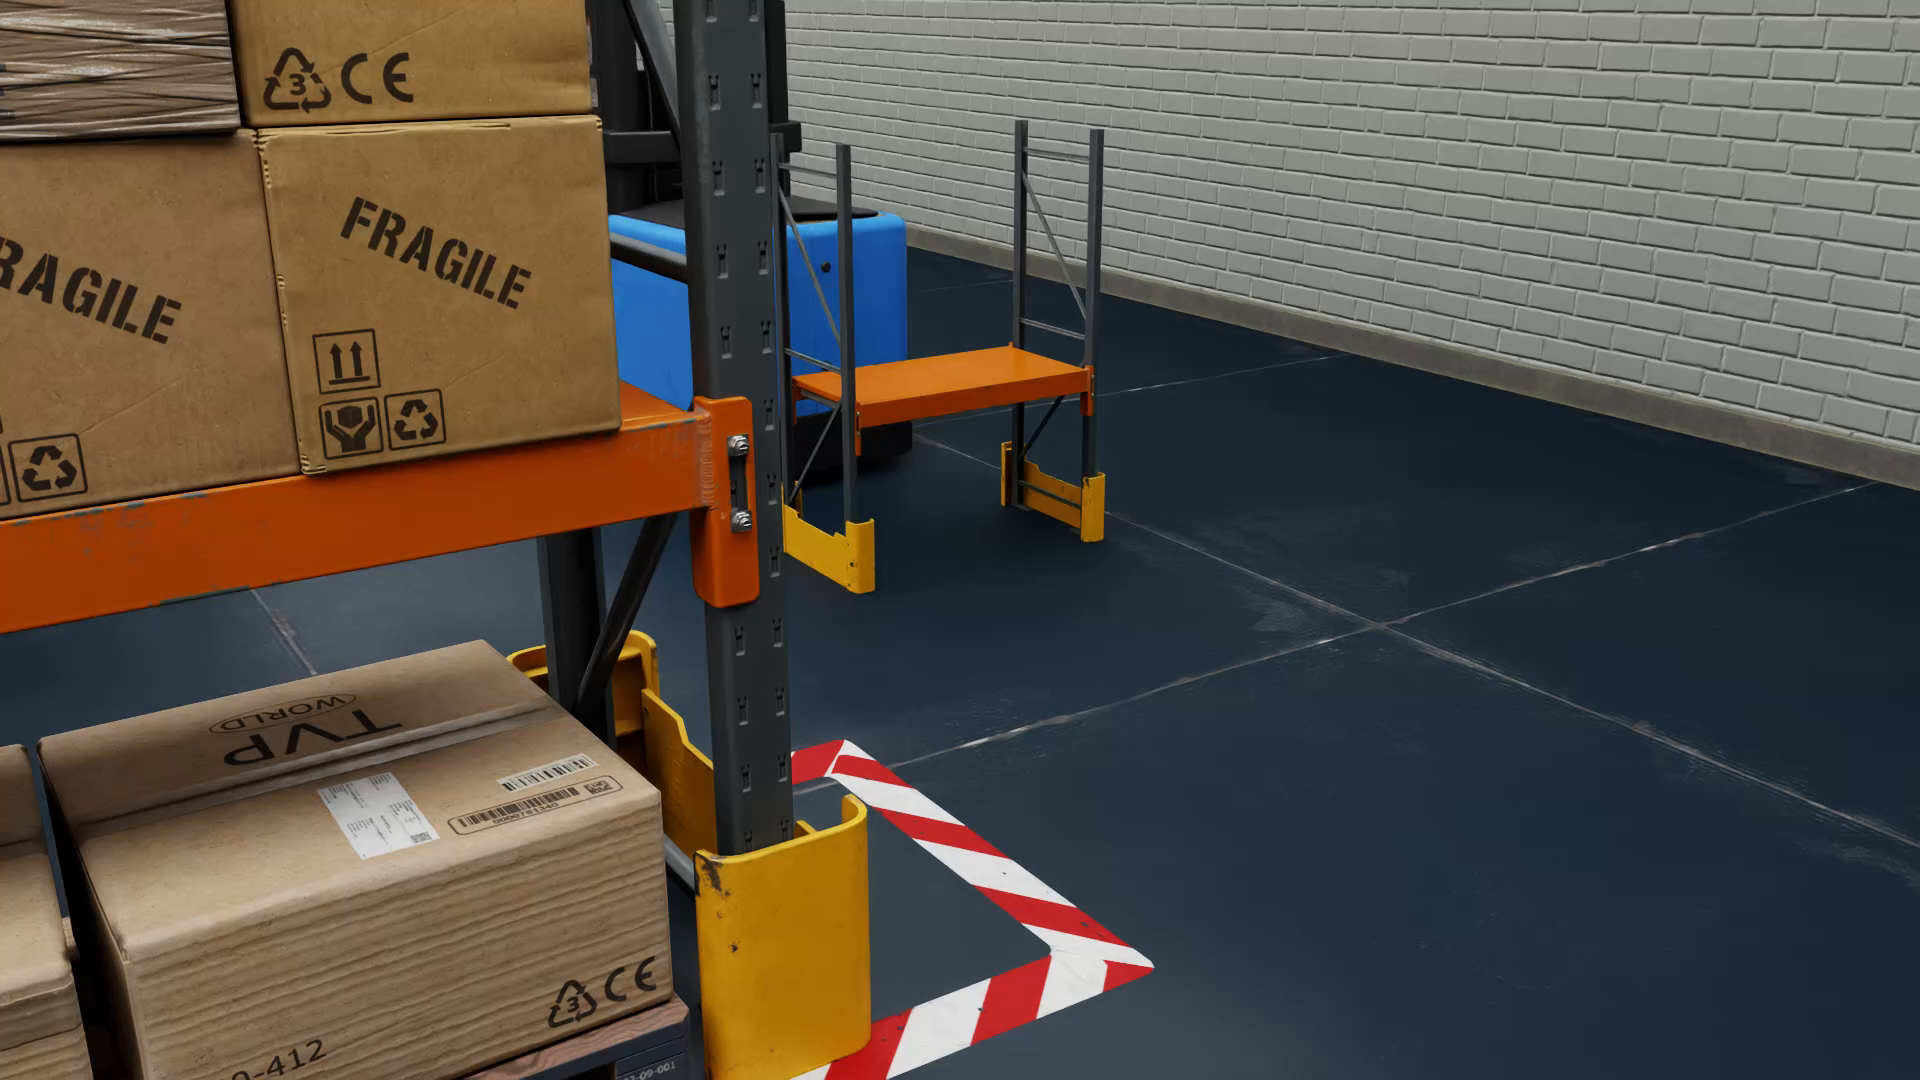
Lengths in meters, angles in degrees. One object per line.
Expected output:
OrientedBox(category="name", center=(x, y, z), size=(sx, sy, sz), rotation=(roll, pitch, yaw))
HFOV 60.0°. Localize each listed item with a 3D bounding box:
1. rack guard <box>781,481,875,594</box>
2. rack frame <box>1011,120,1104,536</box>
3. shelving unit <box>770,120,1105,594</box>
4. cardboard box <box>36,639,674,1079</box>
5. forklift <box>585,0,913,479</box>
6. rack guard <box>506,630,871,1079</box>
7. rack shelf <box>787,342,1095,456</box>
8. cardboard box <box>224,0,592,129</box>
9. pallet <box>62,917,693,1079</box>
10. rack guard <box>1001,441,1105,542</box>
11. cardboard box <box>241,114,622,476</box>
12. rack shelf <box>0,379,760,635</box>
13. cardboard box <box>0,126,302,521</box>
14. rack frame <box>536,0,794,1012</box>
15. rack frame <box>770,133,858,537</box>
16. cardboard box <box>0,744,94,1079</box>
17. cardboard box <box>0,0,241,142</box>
OrientedBox(category="rack guard", center=(-0.480, -0.017, 5.906), size=(0.087, 0.250, 0.587), rotation=(-12, 22, -31))
OrientedBox(category="rack frame", center=(0.353, -0.785, 6.225), size=(0.032, 1.500, 0.500), rotation=(-12, 22, -31))
OrientedBox(category="shelving unit", center=(-0.064, -0.697, 5.965), size=(1.083, 1.500, 0.587), rotation=(-12, 22, -31))
OrientedBox(category="cardboard box", center=(-1.133, 0.611, 3.099), size=(0.875, 0.438, 0.875), rotation=(-13, 23, -33))
OrientedBox(category="forklift", center=(-1.508, -1.989, 7.551), size=(1.130, 2.935, 3.031), rotation=(-14, 23, -36))
OrientedBox(category="rack guard", center=(-0.616, 0.633, 3.592), size=(0.348, 0.500, 1.175), rotation=(-12, 22, -31))
OrientedBox(category="rack shelf", center=(-0.071, -0.525, 6.018), size=(1.000, 0.185, 0.538), rotation=(-12, 22, -31))
OrientedBox(category="cardboard box", center=(-0.908, -0.919, 2.563), size=(0.500, 0.500, 0.500), rotation=(-11, 22, -30))
OrientedBox(category="pallet", center=(-1.261, 0.936, 3.147), size=(1.213, 0.211, 1.003), rotation=(-12, 22, -31))
OrientedBox(category="rack guard", center=(0.352, -0.193, 6.425), size=(0.087, 0.250, 0.587), rotation=(-12, 22, -31))
OrientedBox(category="cardboard box", center=(-0.894, -0.438, 2.702), size=(0.500, 0.500, 0.500), rotation=(-12, 22, -31))
OrientedBox(category="rack shelf", center=(-2.307, 0.146, 2.252), size=(4.000, 0.370, 1.077), rotation=(-12, 22, -31))
OrientedBox(category="cardboard box", center=(-1.321, -0.354, 2.453), size=(0.500, 0.500, 0.500), rotation=(-12, 22, -33))
OrientedBox(category="rack frame", center=(-0.636, -0.547, 3.179), size=(0.127, 3.000, 1.000), rotation=(-12, 22, -31))
OrientedBox(category="rack frame", center=(-0.496, -0.606, 5.695), size=(0.032, 1.500, 0.500), rotation=(-12, 22, -31))
OrientedBox(category="cardboard box", center=(-1.892, 0.774, 2.615), size=(0.875, 0.438, 0.875), rotation=(-11, 22, -30))
OrientedBox(category="cardboard box", center=(-1.329, -0.819, 2.268), size=(0.500, 0.500, 0.500), rotation=(-12, 22, -31))
